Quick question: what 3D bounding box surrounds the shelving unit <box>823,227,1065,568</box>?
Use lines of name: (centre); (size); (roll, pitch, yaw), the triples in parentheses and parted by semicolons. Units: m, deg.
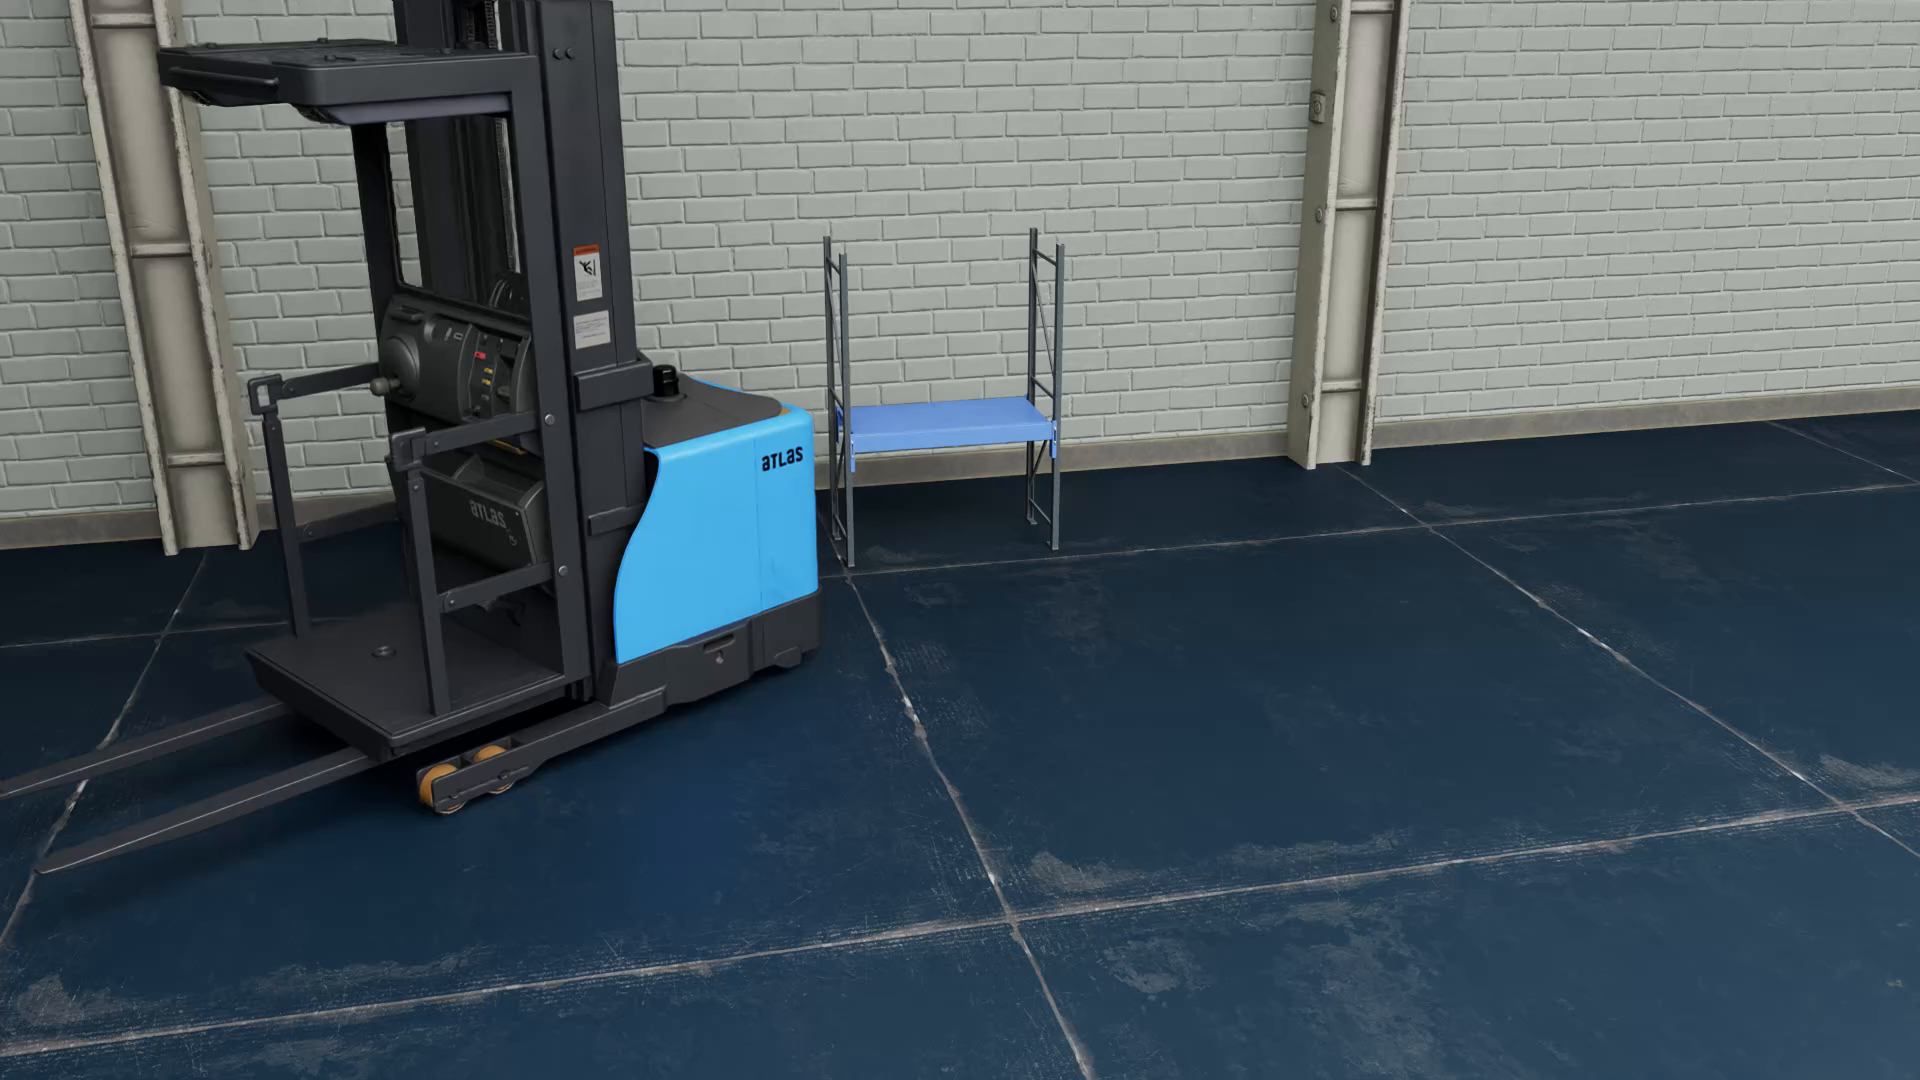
shelving unit: (-0.083, -0.697, 8.038); (1.048, 1.500, 0.538); (-5, 21, -12)

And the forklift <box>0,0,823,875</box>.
forklift: (-1.945, -0.630, 5.774); (1.130, 2.935, 3.031); (18, 27, 40)

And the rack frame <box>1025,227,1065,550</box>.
rack frame: (0.412, -0.738, 8.148); (0.032, 1.500, 0.500); (-5, 21, -12)

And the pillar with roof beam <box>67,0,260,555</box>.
pillar with roof beam: (-2.731, -2.776, 2.810); (0.400, 9.000, 9.100); (-5, 21, -12)

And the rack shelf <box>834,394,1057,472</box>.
rack shelf: (-0.083, -0.529, 8.100); (1.000, 0.185, 0.538); (-5, 21, -12)

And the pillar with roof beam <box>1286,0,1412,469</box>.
pillar with roof beam: (3.108, -3.251, 4.107); (0.400, 9.000, 9.100); (-5, 21, -12)

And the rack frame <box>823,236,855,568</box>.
rack frame: (-0.578, -0.657, 7.928); (0.032, 1.500, 0.500); (-5, 21, -12)
